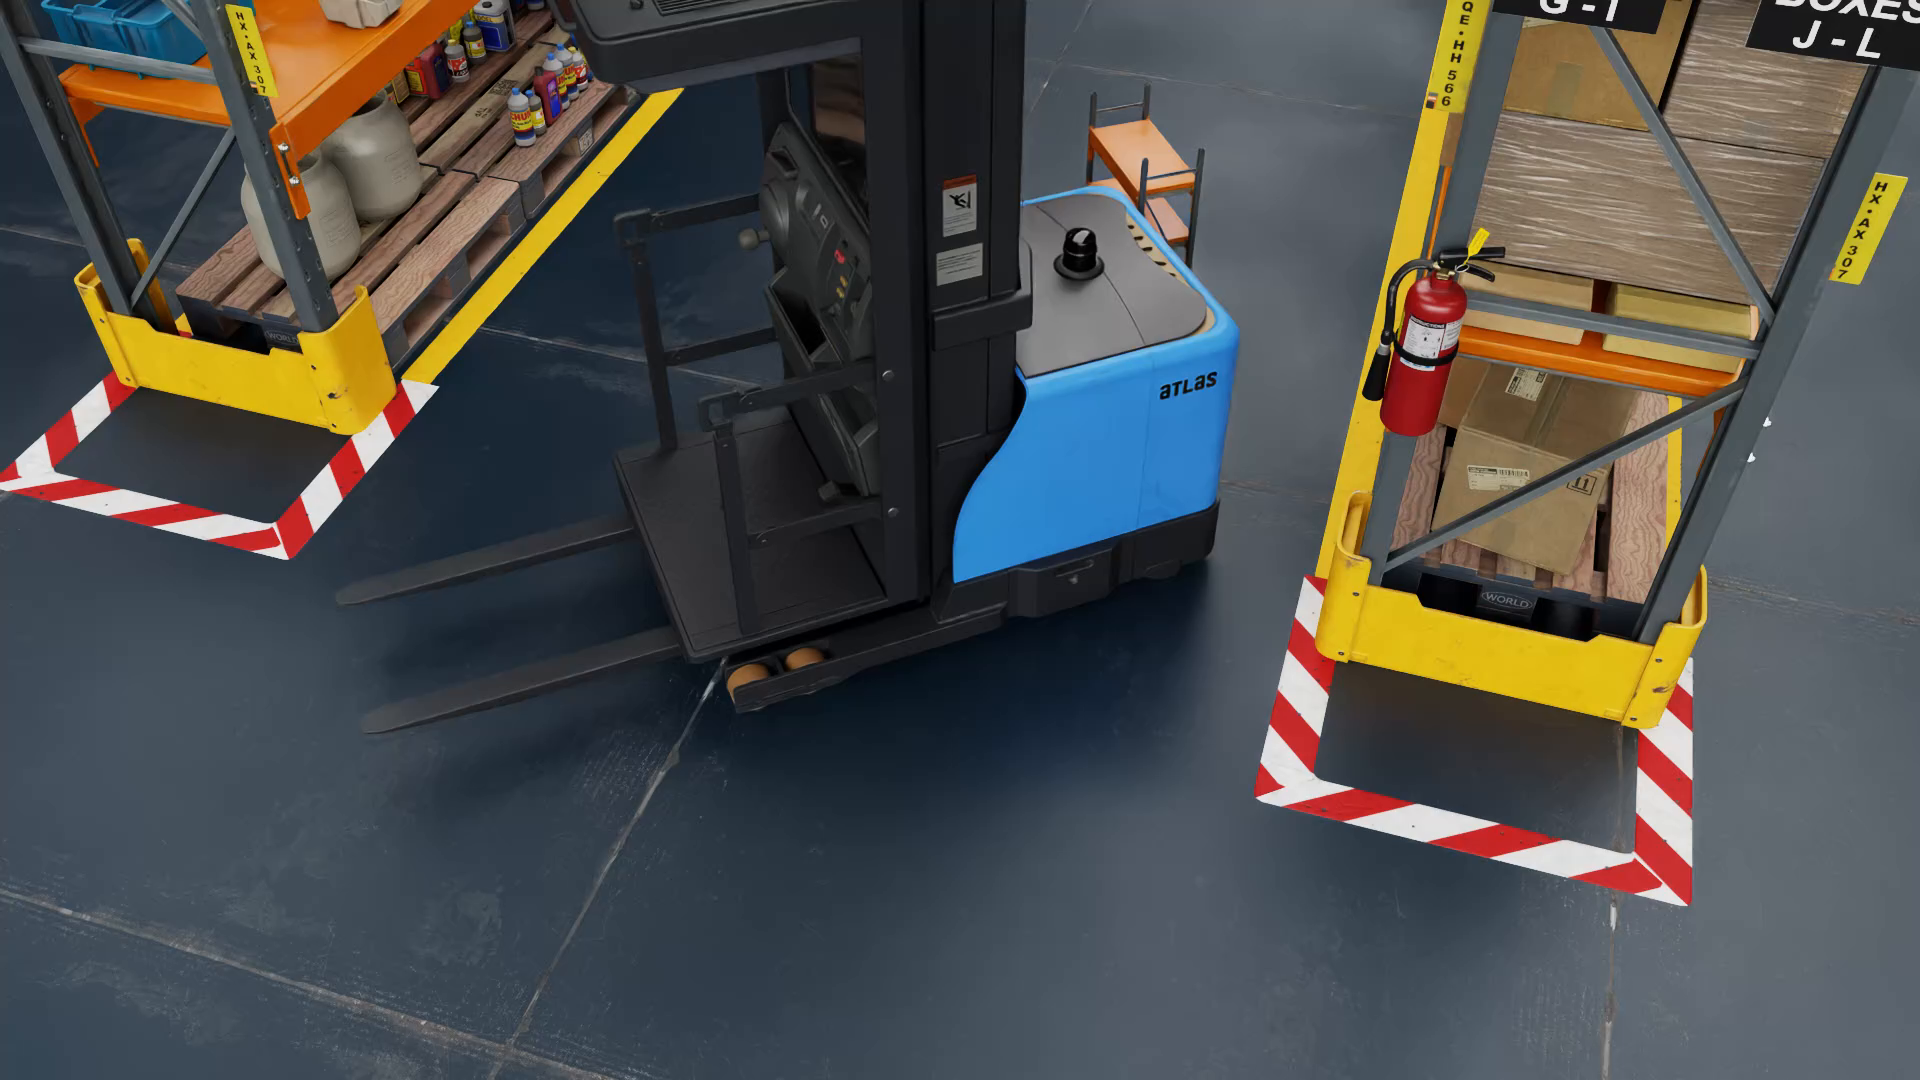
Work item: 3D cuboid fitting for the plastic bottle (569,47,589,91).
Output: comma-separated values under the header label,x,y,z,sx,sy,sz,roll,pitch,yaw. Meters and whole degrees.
label,x,y,z,sx,sy,sz,roll,pitch,yaw
plastic bottle,-1.888,-2.320,8.163,0.097,0.201,0.097,0,44,0

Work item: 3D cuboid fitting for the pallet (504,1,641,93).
label,x,y,z,sx,sy,sz,roll,pitch,yaw
pallet,-1.930,-2.890,9.053,1.003,0.211,1.213,13,46,13

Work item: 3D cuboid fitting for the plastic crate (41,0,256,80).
label,x,y,z,sx,sy,sz,roll,pitch,yaw
plastic crate,-3.032,-2.003,6.259,0.499,0.251,0.616,13,46,13

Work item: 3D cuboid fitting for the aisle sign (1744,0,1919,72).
label,x,y,z,sx,sy,sz,roll,pitch,yaw
aisle sign,2.089,-1.435,3.713,0.394,0.787,0.004,13,46,13

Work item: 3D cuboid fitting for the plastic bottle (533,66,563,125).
label,x,y,z,sx,sy,sz,roll,pitch,yaw
plastic bottle,-1.966,-2.136,7.915,0.061,0.283,0.133,13,46,13

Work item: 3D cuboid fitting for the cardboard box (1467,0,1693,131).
label,x,y,z,sx,sy,sz,roll,pitch,yaw
cardboard box,1.753,-1.529,4.669,0.500,0.500,0.500,13,46,13

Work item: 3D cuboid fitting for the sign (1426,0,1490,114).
label,x,y,z,sx,sy,sz,roll,pitch,yaw
sign,1.299,-1.268,4.348,0.100,0.325,0.005,13,46,13

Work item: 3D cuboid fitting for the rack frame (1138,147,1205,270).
label,x,y,z,sx,sy,sz,roll,pitch,yaw
rack frame,0.764,-0.952,6.365,0.240,1.200,0.015,-13,46,-13

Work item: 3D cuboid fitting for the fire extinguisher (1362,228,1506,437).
label,x,y,z,sx,sy,sz,roll,pitch,yaw
fire extinguisher,1.348,-0.604,4.778,0.296,0.674,0.183,13,46,13

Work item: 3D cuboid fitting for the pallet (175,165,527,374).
label,x,y,z,sx,sy,sz,roll,pitch,yaw
pallet,-2.669,-1.264,7.391,1.003,0.211,1.213,13,46,13

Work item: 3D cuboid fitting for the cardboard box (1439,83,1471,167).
label,x,y,z,sx,sy,sz,roll,pitch,yaw
cardboard box,2.052,-1.472,5.325,0.875,0.500,0.500,13,46,13

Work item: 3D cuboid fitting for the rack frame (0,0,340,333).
label,x,y,z,sx,sy,sz,roll,pitch,yaw
rack frame,-2.898,-1.660,5.801,1.000,3.000,0.127,13,46,13

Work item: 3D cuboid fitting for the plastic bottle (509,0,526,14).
label,x,y,z,sx,sy,sz,roll,pitch,yaw
plastic bottle,-2.384,-2.960,8.710,0.144,0.351,0.185,11,45,11

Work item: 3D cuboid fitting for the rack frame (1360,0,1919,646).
label,x,y,z,sx,sy,sz,roll,pitch,yaw
rack frame,1.822,-0.611,4.729,1.000,3.000,0.127,13,46,13

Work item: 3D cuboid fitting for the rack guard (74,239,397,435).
label,x,y,z,sx,sy,sz,roll,pitch,yaw
rack guard,-2.920,-0.827,6.737,1.175,0.500,0.348,13,46,13

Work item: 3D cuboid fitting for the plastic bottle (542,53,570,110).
label,x,y,z,sx,sy,sz,roll,pitch,yaw
plastic bottle,-1.948,-2.213,8.003,0.097,0.271,0.097,0,44,0

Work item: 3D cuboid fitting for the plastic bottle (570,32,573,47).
label,x,y,z,sx,sy,sz,roll,pitch,yaw
plastic bottle,-1.918,-2.593,8.383,0.061,0.283,0.133,13,46,13

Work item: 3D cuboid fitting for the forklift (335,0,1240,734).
label,x,y,z,sx,sy,sz,roll,pitch,yaw
forklift,-0.631,-0.888,5.062,3.031,2.935,1.130,-16,47,-16

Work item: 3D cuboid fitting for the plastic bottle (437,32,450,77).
label,x,y,z,sx,sy,sz,roll,pitch,yaw
plastic bottle,-2.615,-2.415,8.206,0.152,0.276,0.135,11,46,11

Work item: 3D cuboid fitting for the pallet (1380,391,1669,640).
label,x,y,z,sx,sy,sz,roll,pitch,yaw
pallet,2.125,-0.199,6.302,1.003,0.211,1.213,13,46,13

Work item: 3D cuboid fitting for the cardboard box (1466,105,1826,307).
label,x,y,z,sx,sy,sz,roll,pitch,yaw
cardboard box,2.015,-1.113,4.959,0.875,0.500,0.500,13,46,13

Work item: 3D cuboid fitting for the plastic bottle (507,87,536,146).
label,x,y,z,sx,sy,sz,roll,pitch,yaw
plastic bottle,-2.052,-1.984,7.769,0.097,0.271,0.097,0,44,0

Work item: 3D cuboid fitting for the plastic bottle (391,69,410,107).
label,x,y,z,sx,sy,sz,roll,pitch,yaw
plastic bottle,-2.742,-2.245,8.027,0.061,0.283,0.133,14,46,13

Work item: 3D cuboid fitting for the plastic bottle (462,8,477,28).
label,x,y,z,sx,sy,sz,roll,pitch,yaw
plastic bottle,-2.513,-2.677,8.420,0.144,0.351,0.185,12,46,12

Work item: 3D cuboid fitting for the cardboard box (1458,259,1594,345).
label,x,y,z,sx,sy,sz,roll,pitch,yaw
cardboard box,1.712,-0.754,5.056,0.380,0.149,0.250,13,46,13

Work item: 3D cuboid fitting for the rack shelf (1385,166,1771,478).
label,x,y,z,sx,sy,sz,roll,pitch,yaw
rack shelf,2.428,-1.687,6.343,1.077,0.370,4.000,13,46,13

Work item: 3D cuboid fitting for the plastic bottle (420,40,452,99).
label,x,y,z,sx,sy,sz,roll,pitch,yaw
plastic bottle,-2.556,-2.303,8.086,0.061,0.283,0.133,13,46,13

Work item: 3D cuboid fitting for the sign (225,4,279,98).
label,x,y,z,sx,sy,sz,roll,pitch,yaw
sign,-2.375,-1.639,5.582,0.100,0.325,0.005,13,46,13

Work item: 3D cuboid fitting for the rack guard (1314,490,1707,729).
label,x,y,z,sx,sy,sz,roll,pitch,yaw
rack guard,1.845,0.232,5.655,1.175,0.500,0.348,13,46,13

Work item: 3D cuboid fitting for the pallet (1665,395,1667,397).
label,x,y,z,sx,sy,sz,roll,pitch,yaw
pallet,2.496,-1.009,7.130,1.003,0.211,1.213,13,46,13

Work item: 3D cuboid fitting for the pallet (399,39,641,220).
label,x,y,z,sx,sy,sz,roll,pitch,yaw
pallet,-2.298,-2.074,8.219,1.003,0.211,1.213,13,46,13

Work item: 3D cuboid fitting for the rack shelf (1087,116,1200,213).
label,x,y,z,sx,sy,sz,roll,pitch,yaw
rack shelf,0.687,-1.395,6.255,0.258,0.148,0.480,-13,46,-13

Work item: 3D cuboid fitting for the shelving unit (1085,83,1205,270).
label,x,y,z,sx,sy,sz,roll,pitch,yaw
shelving unit,0.687,-1.114,6.530,0.258,1.200,0.503,-13,46,-13

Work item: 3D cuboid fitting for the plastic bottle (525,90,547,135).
label,x,y,z,sx,sy,sz,roll,pitch,yaw
plastic bottle,-2.021,-2.028,7.864,0.097,0.201,0.097,0,44,0

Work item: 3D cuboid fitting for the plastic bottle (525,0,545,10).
label,x,y,z,sx,sy,sz,roll,pitch,yaw
plastic bottle,-2.256,-2.936,8.741,0.097,0.271,0.097,0,44,0

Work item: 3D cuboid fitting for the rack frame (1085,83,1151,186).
label,x,y,z,sx,sy,sz,roll,pitch,yaw
rack frame,0.609,-1.275,6.696,0.240,1.200,0.015,-13,46,-13

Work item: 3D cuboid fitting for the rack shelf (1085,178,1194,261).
label,x,y,z,sx,sy,sz,roll,pitch,yaw
rack shelf,0.687,-1.225,6.421,0.258,0.148,0.480,-13,46,-13

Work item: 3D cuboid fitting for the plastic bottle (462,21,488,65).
label,x,y,z,sx,sy,sz,roll,pitch,yaw
plastic bottle,-2.441,-2.503,8.350,0.097,0.201,0.097,0,44,0

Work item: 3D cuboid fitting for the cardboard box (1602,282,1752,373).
label,x,y,z,sx,sy,sz,roll,pitch,yaw
cardboard box,2.136,-0.660,4.960,0.380,0.149,0.250,13,46,13

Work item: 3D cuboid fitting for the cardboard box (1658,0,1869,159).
label,x,y,z,sx,sy,sz,roll,pitch,yaw
cardboard box,2.248,-1.419,4.556,0.500,0.500,0.500,13,46,13

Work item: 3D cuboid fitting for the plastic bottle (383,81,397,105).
label,x,y,z,sx,sy,sz,roll,pitch,yaw
plastic bottle,-2.760,-2.134,7.972,0.097,0.201,0.097,0,44,0

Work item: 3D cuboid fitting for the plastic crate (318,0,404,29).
label,x,y,z,sx,sy,sz,roll,pitch,yaw
plastic crate,-2.321,-2.094,6.433,0.298,0.136,0.250,13,46,13

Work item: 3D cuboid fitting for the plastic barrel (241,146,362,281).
label,x,y,z,sx,sy,sz,roll,pitch,yaw
plastic barrel,-2.772,-1.375,6.989,0.421,0.512,0.421,0,44,0

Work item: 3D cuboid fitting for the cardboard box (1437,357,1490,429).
label,x,y,z,sx,sy,sz,roll,pitch,yaw
cardboard box,2.176,-0.686,6.293,0.500,0.500,0.500,24,49,23

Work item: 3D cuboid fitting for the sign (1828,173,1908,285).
label,x,y,z,sx,sy,sz,roll,pitch,yaw
sign,2.339,-0.805,4.309,0.100,0.325,0.005,13,46,13

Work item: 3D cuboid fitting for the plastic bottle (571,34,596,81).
label,x,y,z,sx,sy,sz,roll,pitch,yaw
plastic bottle,-1.857,-2.414,8.209,0.097,0.271,0.097,0,44,0

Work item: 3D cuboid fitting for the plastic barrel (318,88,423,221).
label,x,y,z,sx,sy,sz,roll,pitch,yaw
plastic barrel,-2.620,-1.709,7.331,0.421,0.512,0.421,0,44,0

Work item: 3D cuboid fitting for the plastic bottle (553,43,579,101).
label,x,y,z,sx,sy,sz,roll,pitch,yaw
plastic bottle,-1.918,-2.279,8.071,0.097,0.271,0.097,0,44,0

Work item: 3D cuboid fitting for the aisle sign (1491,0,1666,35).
label,x,y,z,sx,sy,sz,roll,pitch,yaw
aisle sign,1.517,-1.562,3.843,0.394,0.787,0.004,13,46,13

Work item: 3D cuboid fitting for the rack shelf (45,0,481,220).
label,x,y,z,sx,sy,sz,roll,pitch,yaw
rack shelf,-2.293,-2.736,7.415,1.077,0.370,4.000,13,46,13

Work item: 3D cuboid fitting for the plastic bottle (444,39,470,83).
label,x,y,z,sx,sy,sz,roll,pitch,yaw
plastic bottle,-2.491,-2.374,8.218,0.097,0.201,0.097,0,44,0

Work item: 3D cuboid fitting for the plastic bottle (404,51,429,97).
label,x,y,z,sx,sy,sz,roll,pitch,yaw
plastic bottle,-2.657,-2.323,8.112,0.152,0.276,0.135,13,46,13

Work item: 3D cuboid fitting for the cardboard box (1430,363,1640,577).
label,x,y,z,sx,sy,sz,roll,pitch,yaw
cardboard box,2.027,-0.280,5.878,0.500,0.500,0.500,21,48,20

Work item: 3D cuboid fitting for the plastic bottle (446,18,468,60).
label,x,y,z,sx,sy,sz,roll,pitch,yaw
plastic bottle,-2.569,-2.553,8.294,0.144,0.351,0.185,14,46,14

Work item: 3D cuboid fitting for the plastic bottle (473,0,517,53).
label,x,y,z,sx,sy,sz,roll,pitch,yaw
plastic bottle,-2.364,-2.636,8.432,0.152,0.276,0.135,13,46,13
